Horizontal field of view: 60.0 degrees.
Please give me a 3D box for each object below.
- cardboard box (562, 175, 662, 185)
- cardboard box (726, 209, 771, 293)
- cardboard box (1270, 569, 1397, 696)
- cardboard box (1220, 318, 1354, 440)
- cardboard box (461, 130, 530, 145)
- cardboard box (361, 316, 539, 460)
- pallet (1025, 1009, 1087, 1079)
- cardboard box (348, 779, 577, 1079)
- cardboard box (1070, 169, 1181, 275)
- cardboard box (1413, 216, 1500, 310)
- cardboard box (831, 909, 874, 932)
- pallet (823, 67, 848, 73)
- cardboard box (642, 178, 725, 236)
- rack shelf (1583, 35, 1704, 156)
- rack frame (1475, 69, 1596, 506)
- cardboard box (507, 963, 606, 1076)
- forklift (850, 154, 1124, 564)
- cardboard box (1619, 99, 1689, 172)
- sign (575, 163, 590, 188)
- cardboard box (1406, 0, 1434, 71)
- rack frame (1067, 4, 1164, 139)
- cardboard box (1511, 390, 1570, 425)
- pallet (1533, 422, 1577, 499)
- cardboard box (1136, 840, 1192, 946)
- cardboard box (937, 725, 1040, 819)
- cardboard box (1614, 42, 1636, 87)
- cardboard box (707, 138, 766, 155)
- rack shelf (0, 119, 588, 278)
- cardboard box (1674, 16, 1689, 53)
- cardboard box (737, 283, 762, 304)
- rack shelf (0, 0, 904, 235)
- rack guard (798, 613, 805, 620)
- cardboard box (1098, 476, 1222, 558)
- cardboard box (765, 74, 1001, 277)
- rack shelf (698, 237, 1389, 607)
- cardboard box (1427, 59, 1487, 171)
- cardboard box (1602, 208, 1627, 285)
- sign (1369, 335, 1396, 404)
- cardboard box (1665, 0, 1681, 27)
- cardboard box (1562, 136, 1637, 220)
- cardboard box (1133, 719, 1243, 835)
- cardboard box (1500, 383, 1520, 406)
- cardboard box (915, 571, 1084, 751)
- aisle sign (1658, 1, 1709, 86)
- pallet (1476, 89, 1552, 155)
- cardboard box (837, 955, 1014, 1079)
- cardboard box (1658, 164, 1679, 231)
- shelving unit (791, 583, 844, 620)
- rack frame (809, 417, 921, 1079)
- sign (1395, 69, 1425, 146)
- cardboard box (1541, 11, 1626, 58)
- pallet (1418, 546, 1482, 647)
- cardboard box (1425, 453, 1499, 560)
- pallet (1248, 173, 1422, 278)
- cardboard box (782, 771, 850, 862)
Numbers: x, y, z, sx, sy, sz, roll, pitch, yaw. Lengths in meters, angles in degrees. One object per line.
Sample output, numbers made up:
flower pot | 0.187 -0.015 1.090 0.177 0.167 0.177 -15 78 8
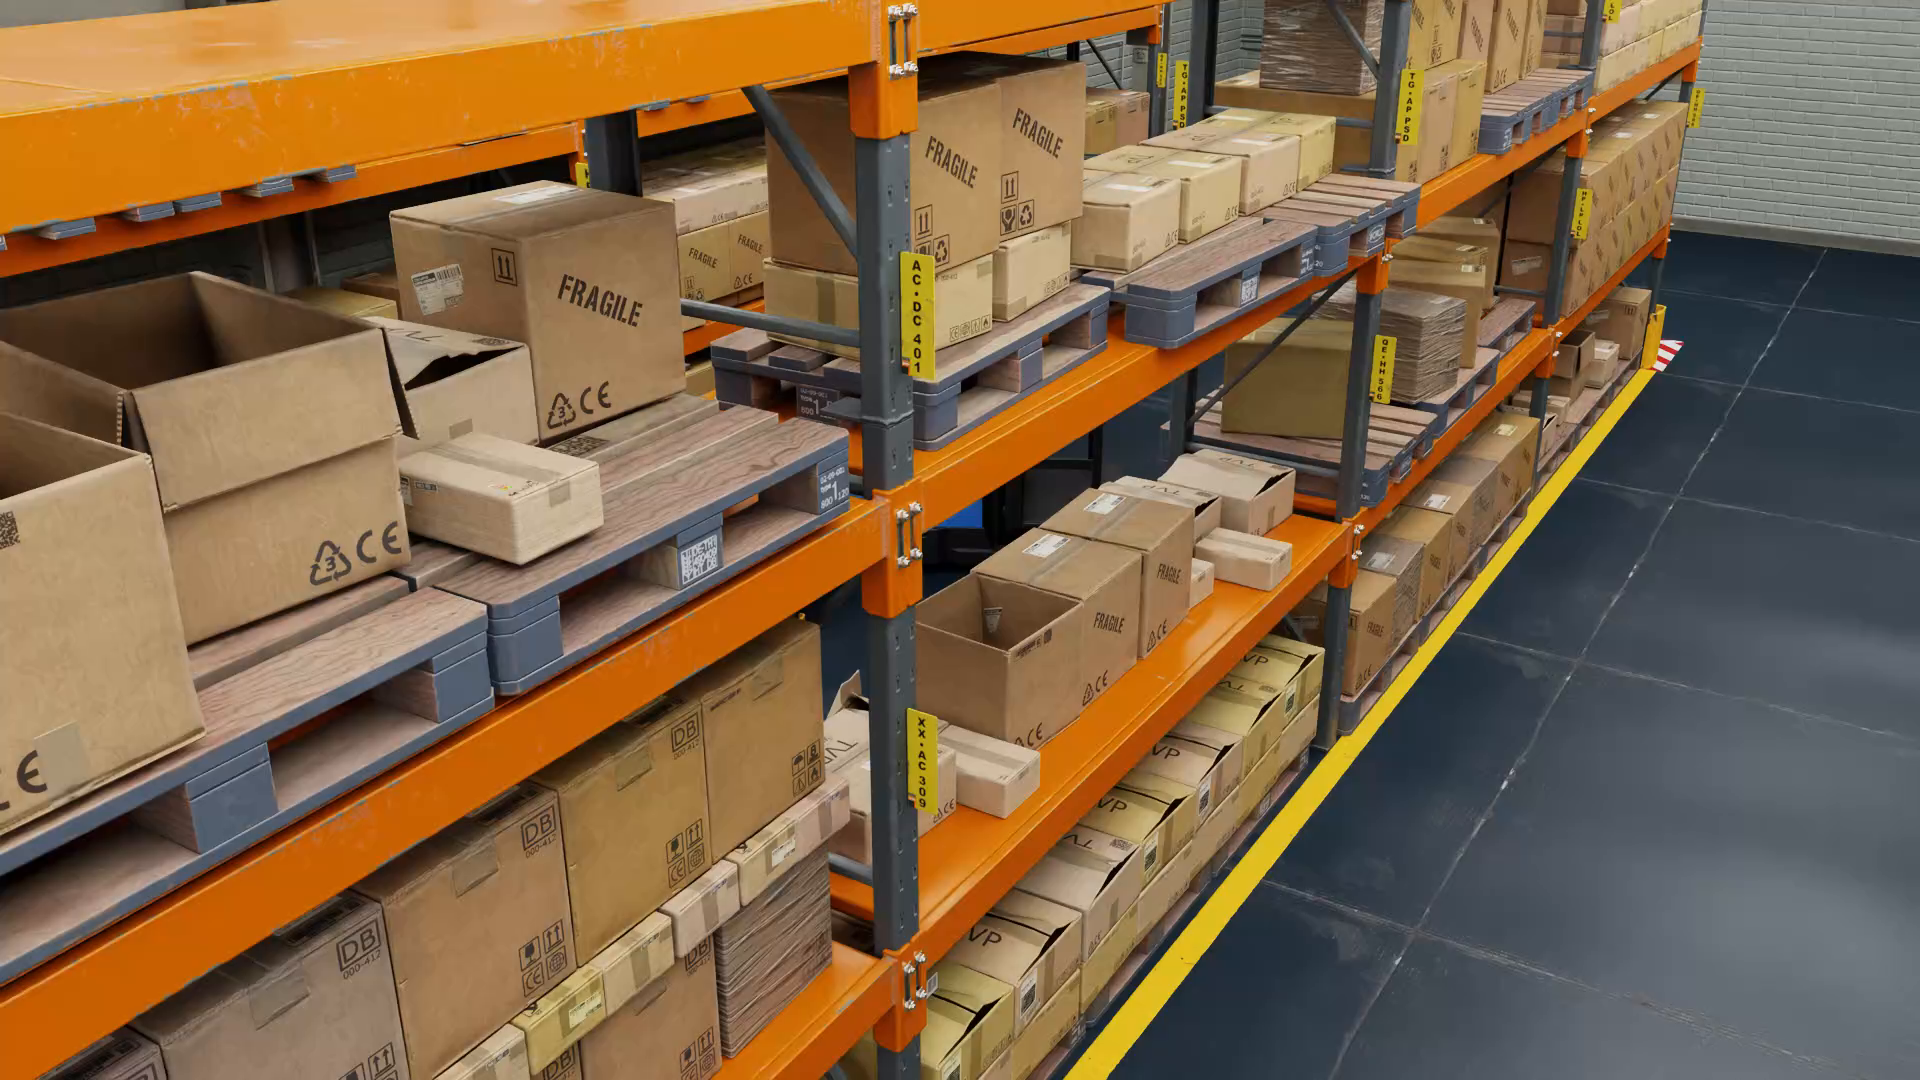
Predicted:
cardboard box | -2.386 -2.345 11.421 0.500 0.250 0.500 13 27 27
cardboard box | -1.660 -2.071 11.734 0.500 0.500 0.500 14 27 29
cardboard box | 2.012 0.461 9.002 0.500 0.500 0.500 15 28 31
cardboard box | 1.766 -0.865 8.819 0.700 0.500 0.500 5 24 11
cardboard box | -2.831 -2.473 9.498 0.500 0.311 0.500 14 27 29
cardboard box | -1.355 -0.336 3.883 0.500 0.311 0.500 12 26 26
pallet | -0.225 1.982 6.405 1.003 0.211 1.213 14 27 29
cardboard box | -1.339 0.809 3.847 0.700 0.500 0.500 14 27 29
cardboard box | 0.480 -1.174 6.070 0.500 0.250 0.500 11 26 25
cardboard box | 3.200 -1.866 11.131 0.700 0.500 0.500 5 24 11
cardboard box | -0.341 1.397 6.473 0.500 0.311 0.500 15 27 30
pallet | -1.013 -3.747 12.594 0.805 0.209 1.217 13 26 27
cardboard box | -1.940 -2.244 11.188 0.500 0.250 0.500 13 27 28
rack shelf | 4.694 -3.462 12.602 1.077 0.370 4.000 14 27 29
rack frame | 3.639 -1.741 11.495 1.000 3.000 0.127 14 27 29
cardboard box | -1.080 1.096 4.001 0.380 0.149 0.250 14 27 29
forklift | 0.623 -1.332 10.637 3.031 2.935 1.130 1 23 3
cardboard box | 5.748 -3.388 13.915 0.500 0.500 0.500 14 27 29
sign | -1.047 -0.909 4.752 0.100 0.325 0.005 14 27 29
cardboard box | 2.034 -2.590 8.297 0.500 0.500 0.500 14 27 29
rack frame | 1.539 -4.128 17.009 1.000 3.000 0.127 14 27 29
cardboard box | 4.492 -1.033 12.873 0.380 0.166 0.250 14 27 29
pallet | 4.003 -0.693 12.584 1.003 0.211 1.213 14 27 29
cardboard box | 0.654 1.425 7.115 0.500 0.250 0.500 14 27 30
cardboard box | 0.061 0.818 5.900 0.380 0.149 0.250 14 27 29
cardboard box | 4.373 -3.329 11.576 0.500 0.250 0.500 14 27 29
cardboard box | -1.565 -2.864 12.622 0.500 0.250 0.500 13 27 27
rack shelf | -3.736 -1.799 8.760 1.077 0.370 4.000 14 27 29
cardboard box | 5.429 -4.003 13.135 0.500 0.250 0.500 14 27 29
cardboard box | -1.655 -1.824 11.979 0.380 0.149 0.250 14 27 30
rack shelf | -1.635 -0.605 2.729 1.077 0.370 4.000 14 27 29
rack guard | -1.189 0.532 9.706 0.587 0.250 0.087 5 24 12
cardboard box | 0.893 -0.088 7.791 0.500 0.311 0.500 14 27 28
cardboard box | -0.222 -1.085 4.921 0.500 0.500 0.500 14 27 30
rack shelf | 0.475 -0.762 6.364 1.077 0.370 4.000 14 27 29
cardboard box | 2.274 -2.315 8.920 0.910 0.500 0.500 14 27 29
cardboard box | 4.673 -2.243 12.531 0.500 0.500 0.500 14 27 29
sign | 2.003 -0.807 7.881 0.100 0.325 0.005 14 27 29
cardboard box | 5.165 -4.064 12.647 0.500 0.250 0.500 14 27 29
cardboard box | 4.670 -2.693 12.311 0.500 0.500 0.500 13 27 27
cardboard box | 0.925 0.996 7.400 0.500 0.311 0.500 14 27 29
cardboard box | 4.095 -1.214 13.108 0.500 0.311 0.500 14 27 29
cardboard box | 0.116 0.480 6.240 0.500 0.500 0.500 16 28 33
aisle sign | 6.046 -4.243 14.002 0.394 0.787 0.004 14 27 29
pallet | 2.691 -2.475 9.652 1.213 0.211 1.003 14 27 29
cardboard box | -0.151 1.684 5.811 0.500 0.311 0.500 14 27 29
cardboard box | 5.744 -2.928 14.113 0.500 0.500 0.500 15 27 31
shelving unit | -1.078 -0.234 9.903 0.587 1.500 1.083 5 24 12
rack frame | -0.580 0.959 5.258 1.000 3.000 0.127 14 27 29
sign | 1.997 -1.922 7.387 0.100 0.325 0.005 14 27 29
cardboard box | 4.107 -3.390 11.089 0.500 0.250 0.500 14 27 29
pallet | 2.600 0.235 10.442 1.003 0.211 1.213 14 27 29
cardboard box | 3.090 -0.235 10.609 0.500 0.500 0.500 14 27 30
pallet | 1.247 -1.433 7.246 1.213 0.211 1.003 15 28 31
cardboard box | -0.542 0.752 4.794 0.380 0.149 0.250 14 27 29
